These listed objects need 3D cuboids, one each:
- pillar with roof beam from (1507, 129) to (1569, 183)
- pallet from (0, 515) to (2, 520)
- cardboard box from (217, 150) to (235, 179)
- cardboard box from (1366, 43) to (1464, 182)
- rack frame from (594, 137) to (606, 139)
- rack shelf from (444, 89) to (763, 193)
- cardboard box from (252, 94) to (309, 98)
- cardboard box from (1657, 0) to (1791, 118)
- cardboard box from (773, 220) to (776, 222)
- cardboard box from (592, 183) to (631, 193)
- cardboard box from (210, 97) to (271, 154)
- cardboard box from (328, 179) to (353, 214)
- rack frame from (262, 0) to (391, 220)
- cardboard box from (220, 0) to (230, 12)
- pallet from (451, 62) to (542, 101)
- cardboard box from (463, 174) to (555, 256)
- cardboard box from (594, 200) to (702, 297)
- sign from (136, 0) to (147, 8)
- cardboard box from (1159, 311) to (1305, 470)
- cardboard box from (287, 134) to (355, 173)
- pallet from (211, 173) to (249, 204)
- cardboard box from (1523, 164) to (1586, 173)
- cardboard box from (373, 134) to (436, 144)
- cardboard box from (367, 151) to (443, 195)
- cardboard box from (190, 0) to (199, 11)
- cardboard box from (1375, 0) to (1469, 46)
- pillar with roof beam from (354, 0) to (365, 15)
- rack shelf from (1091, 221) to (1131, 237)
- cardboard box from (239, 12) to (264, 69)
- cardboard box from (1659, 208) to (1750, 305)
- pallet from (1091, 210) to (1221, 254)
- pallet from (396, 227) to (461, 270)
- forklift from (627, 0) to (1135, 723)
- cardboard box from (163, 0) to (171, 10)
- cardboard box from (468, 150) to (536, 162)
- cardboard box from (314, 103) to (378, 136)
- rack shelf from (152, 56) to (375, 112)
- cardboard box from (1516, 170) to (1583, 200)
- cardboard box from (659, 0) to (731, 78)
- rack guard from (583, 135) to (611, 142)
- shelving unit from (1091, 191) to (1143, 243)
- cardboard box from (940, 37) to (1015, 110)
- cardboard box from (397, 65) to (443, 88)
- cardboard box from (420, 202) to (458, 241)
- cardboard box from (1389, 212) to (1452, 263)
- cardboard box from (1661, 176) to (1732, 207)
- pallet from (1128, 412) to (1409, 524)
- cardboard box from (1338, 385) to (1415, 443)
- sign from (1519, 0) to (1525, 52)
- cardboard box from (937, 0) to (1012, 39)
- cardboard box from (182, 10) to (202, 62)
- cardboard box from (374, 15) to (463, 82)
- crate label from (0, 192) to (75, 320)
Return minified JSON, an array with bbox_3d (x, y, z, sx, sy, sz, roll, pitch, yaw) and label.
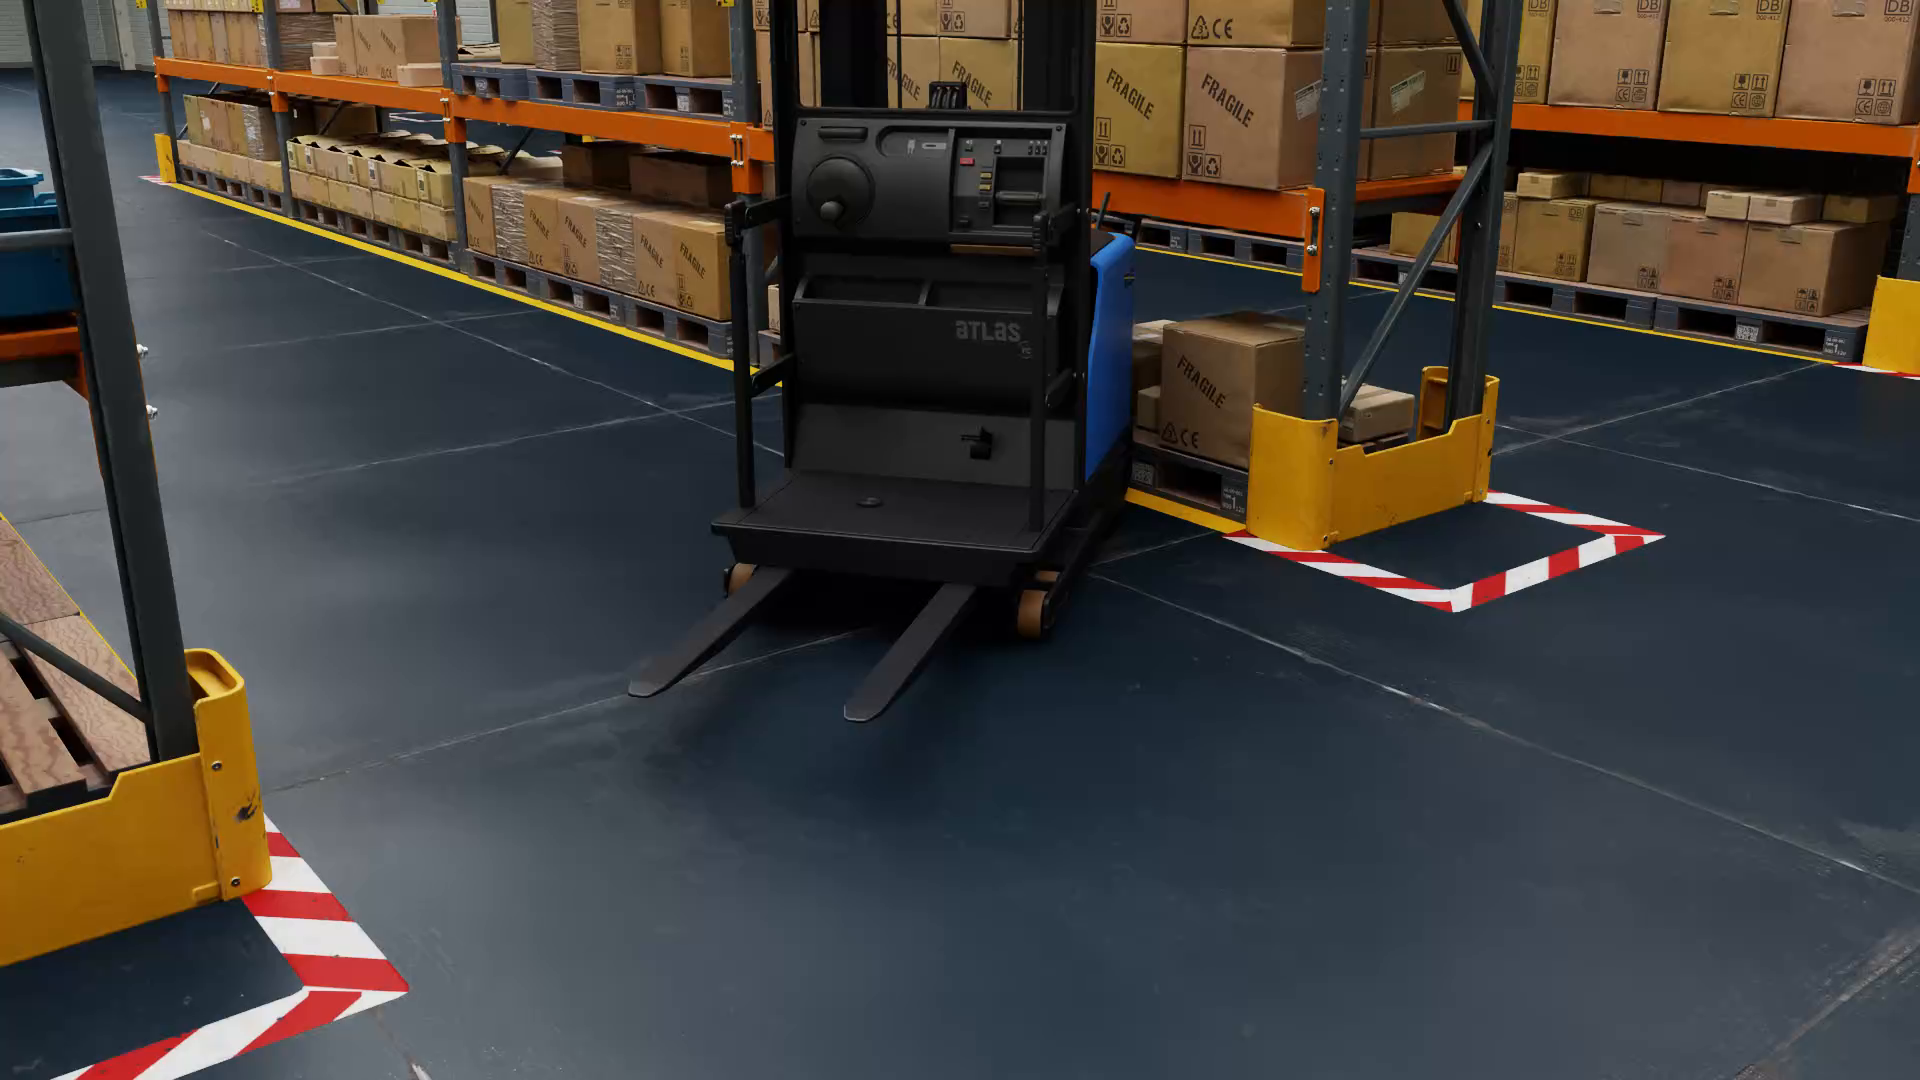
[{"bbox_3d":[0.830,-5.468,8.560,9.100,9.000,0.400,-14,23,-36],"label":"pillar with roof beam"},{"bbox_3d":[-4.187,-0.033,6.126,1.003,0.211,1.213,-14,23,-36],"label":"pallet"},{"bbox_3d":[-7.151,-3.802,16.778,0.500,0.250,0.500,-14,23,-36],"label":"cardboard box"},{"bbox_3d":[1.626,-1.719,6.622,0.500,0.500,0.500,-13,23,-35],"label":"cardboard box"},{"bbox_3d":[-4.358,-6.421,20.981,1.000,3.000,0.127,-14,23,-36],"label":"rack frame"},{"bbox_3d":[-2.030,-2.647,10.730,1.077,0.370,4.000,-14,23,-36],"label":"rack shelf"},{"bbox_3d":[-7.041,-4.385,17.348,0.500,0.500,0.500,-14,23,-36],"label":"cardboard box"},{"bbox_3d":[4.791,-2.921,9.936,0.980,0.700,0.700,-14,23,-37],"label":"cardboard box"},{"bbox_3d":[-0.898,-1.685,9.956,0.500,0.500,0.500,-15,24,-39],"label":"cardboard box"},{"bbox_3d":[-2.186,-2.192,11.486,0.500,0.500,0.500,-15,24,-38],"label":"cardboard box"},{"bbox_3d":[-7.151,-4.157,16.659,0.500,0.500,0.500,-14,23,-36],"label":"cardboard box"},{"bbox_3d":[-5.059,-2.960,14.237,0.500,0.250,0.500,-15,23,-38],"label":"cardboard box"},{"bbox_3d":[-5.756,-4.467,15.082,1.000,3.000,0.127,-14,23,-36],"label":"rack frame"},{"bbox_3d":[-6.880,-5.161,15.986,0.380,0.149,0.250,-13,22,-35],"label":"cardboard box"},{"bbox_3d":[-2.796,-3.237,11.673,1.213,0.211,1.003,-14,23,-36],"label":"pallet"},{"bbox_3d":[-3.214,-2.336,11.922,0.500,0.500,0.500,-13,22,-34],"label":"cardboard box"},{"bbox_3d":[-1.931,-1.831,10.397,0.500,0.500,0.500,-14,23,-35],"label":"cardboard box"},{"bbox_3d":[-8.678,-5.795,17.588,0.100,0.325,0.005,-14,23,-36],"label":"sign"},{"bbox_3d":[1.164,-0.619,6.735,0.500,0.500,0.500,-14,23,-36],"label":"cardboard box"},{"bbox_3d":[-5.694,-3.477,14.906,0.500,0.311,0.500,-14,23,-36],"label":"cardboard box"},{"bbox_3d":[-6.978,-3.649,17.045,1.003,0.211,1.213,-14,23,-36],"label":"pallet"},{"bbox_3d":[4.035,-2.460,11.298,0.380,0.149,0.250,-15,23,-38],"label":"cardboard box"},{"bbox_3d":[-4.952,-3.457,14.844,0.500,0.311,0.500,-13,22,-35],"label":"cardboard box"},{"bbox_3d":[-4.429,-2.975,13.388,0.500,0.311,0.500,-14,23,-36],"label":"cardboard box"},{"bbox_3d":[-7.522,-5.416,16.755,0.380,0.149,0.250,-15,23,-38],"label":"cardboard box"},{"bbox_3d":[1.626,-2.193,6.465,0.500,0.500,0.500,-13,22,-34],"label":"cardboard box"},{"bbox_3d":[-14.071,-11.382,26.420,9.100,9.000,0.400,-14,23,-36],"label":"pillar with roof beam"},{"bbox_3d":[0.480,-1.305,7.054,0.258,0.148,0.480,3,19,-42],"label":"rack shelf"},{"bbox_3d":[-6.369,-4.752,15.782,0.700,0.500,0.500,-14,23,-37],"label":"cardboard box"},{"bbox_3d":[4.752,-1.767,10.236,0.700,0.500,0.500,-14,23,-36],"label":"cardboard box"},{"bbox_3d":[1.792,-2.616,13.928,1.003,0.211,1.213,-14,23,-36],"label":"pallet"},{"bbox_3d":[-3.753,-2.368,13.179,1.003,0.211,1.213,-14,23,-36],"label":"pallet"},{"bbox_3d":[-0.164,-1.202,5.330,1.130,2.935,3.031,5,19,14],"label":"forklift"},{"bbox_3d":[-8.164,-5.670,17.522,0.380,0.149,0.250,-14,23,-36],"label":"cardboard box"},{"bbox_3d":[-3.700,-2.956,13.332,0.500,0.311,0.500,-15,23,-37],"label":"cardboard box"},{"bbox_3d":[-5.798,-3.893,15.860,0.500,0.500,0.500,-14,23,-36],"label":"cardboard box"},{"bbox_3d":[-6.998,-4.619,16.683,1.077,0.370,4.000,-14,23,-36],"label":"rack shelf"},{"bbox_3d":[3.870,-2.332,10.909,0.380,0.149,0.250,-15,23,-38],"label":"cardboard box"},{"bbox_3d":[-1.384,-3.060,10.006,0.700,0.500,0.500,-10,21,-28],"label":"cardboard box"},{"bbox_3d":[-4.311,-5.215,21.318,1.175,0.500,0.348,-14,23,-36],"label":"rack guard"},{"bbox_3d":[0.374,-0.939,7.151,0.258,1.200,0.503,3,19,-42],"label":"shelving unit"},{"bbox_3d":[0.260,-1.991,7.443,0.500,0.500,0.500,-14,23,-37],"label":"cardboard box"},{"bbox_3d":[-4.047,-3.530,12.651,0.380,0.149,0.250,-14,23,-36],"label":"cardboard box"},{"bbox_3d":[-3.790,-2.458,12.719,0.500,0.250,0.500,-13,23,-35],"label":"cardboard box"},{"bbox_3d":[3.476,-2.272,11.761,0.700,0.500,0.500,-14,23,-35],"label":"cardboard box"},{"bbox_3d":[4.668,-2.209,10.538,0.380,0.149,0.250,-14,23,-35],"label":"cardboard box"},{"bbox_3d":[1.152,-0.402,7.240,1.003,0.211,1.213,-14,23,-36],"label":"pallet"},{"bbox_3d":[1.704,-0.536,7.045,0.380,0.149,0.250,-14,23,-36],"label":"cardboard box"},{"bbox_3d":[2.120,-2.027,6.336,0.100,0.325,0.005,-14,23,-36],"label":"sign"},{"bbox_3d":[0.244,-2.466,7.289,0.500,0.500,0.500,-13,22,-34],"label":"cardboard box"},{"bbox_3d":[-7.630,-5.255,17.300,0.700,0.500,0.500,-13,22,-35],"label":"cardboard box"},{"bbox_3d":[-4.327,-3.939,13.329,0.500,0.500,0.500,-16,24,-39],"label":"cardboard box"},{"bbox_3d":[-2.085,-0.619,3.630,0.416,0.233,0.303,-14,23,-36],"label":"crate label"}]
